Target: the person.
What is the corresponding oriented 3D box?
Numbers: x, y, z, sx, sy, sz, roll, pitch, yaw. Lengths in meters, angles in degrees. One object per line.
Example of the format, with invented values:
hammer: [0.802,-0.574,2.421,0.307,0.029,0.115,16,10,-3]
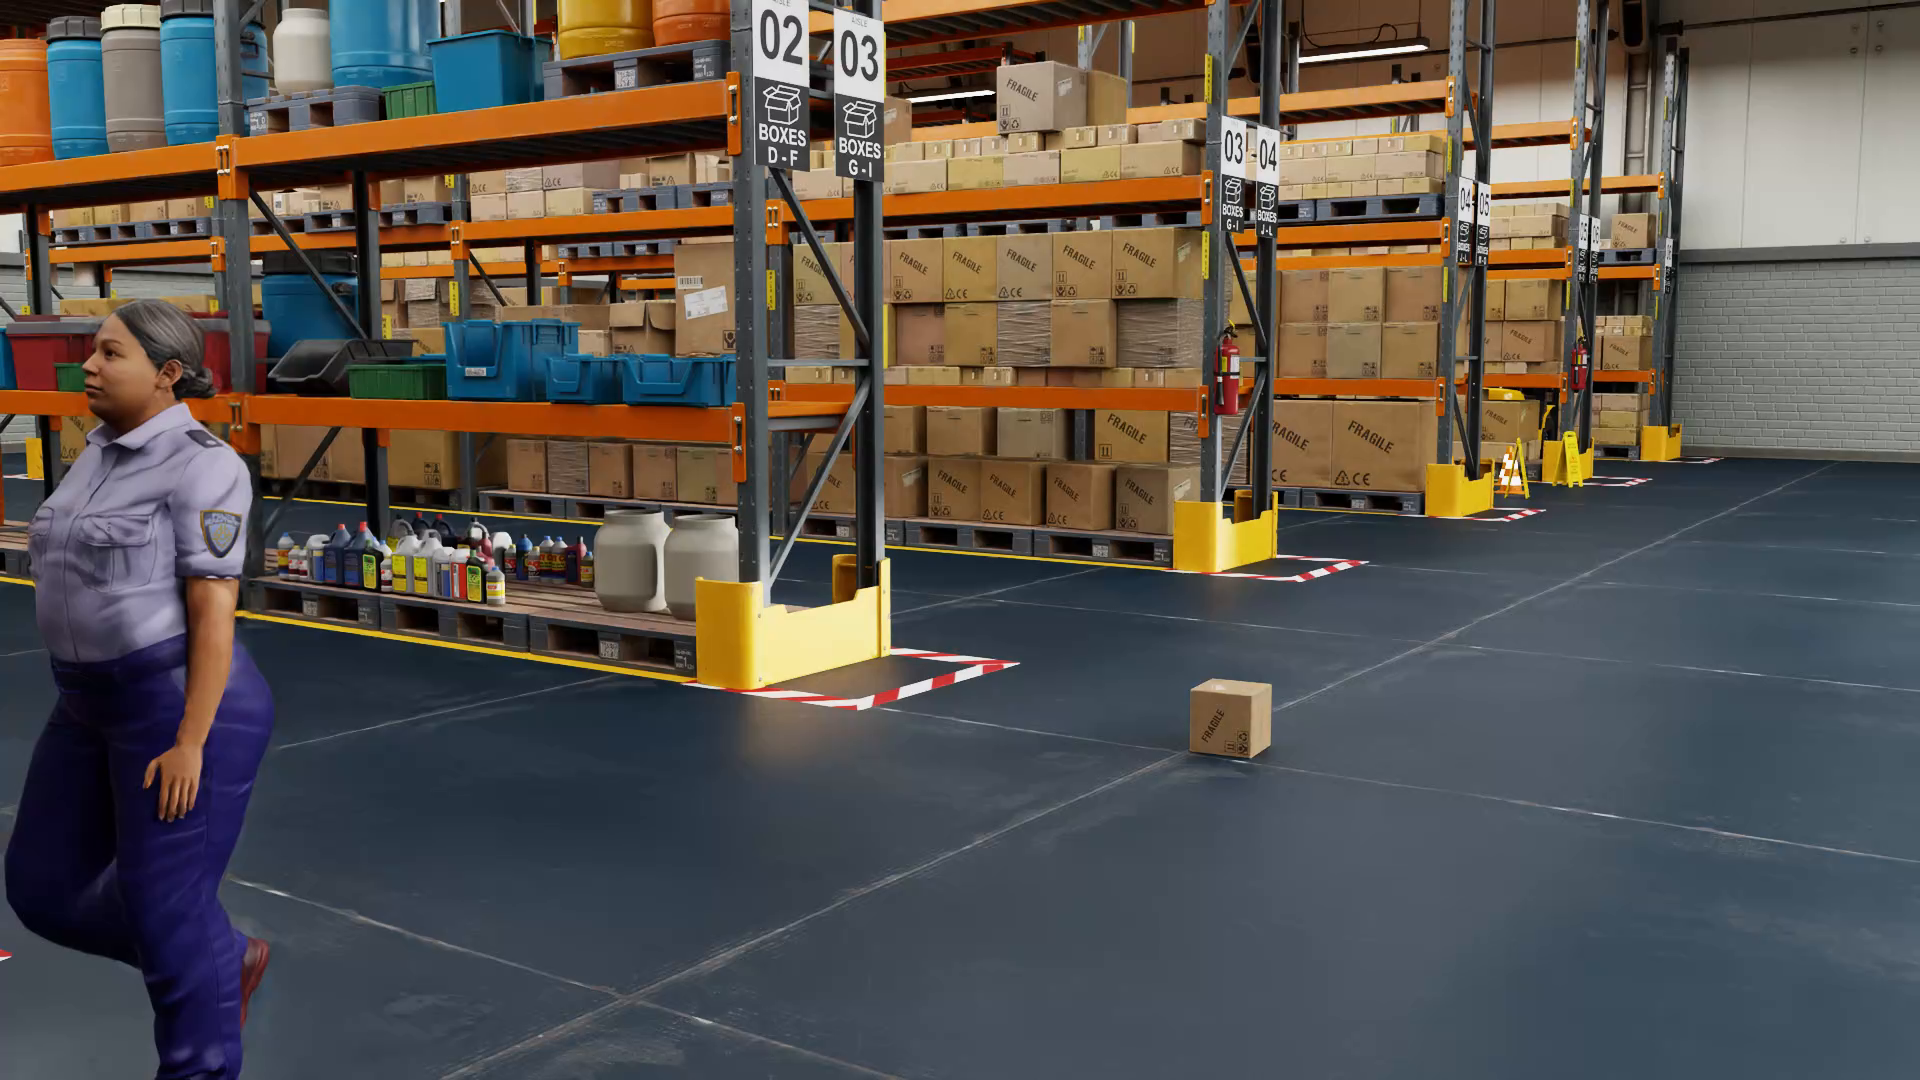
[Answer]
person: [-1.552,0.353,3.273,0.478,1.640,0.492,4,8,34]
